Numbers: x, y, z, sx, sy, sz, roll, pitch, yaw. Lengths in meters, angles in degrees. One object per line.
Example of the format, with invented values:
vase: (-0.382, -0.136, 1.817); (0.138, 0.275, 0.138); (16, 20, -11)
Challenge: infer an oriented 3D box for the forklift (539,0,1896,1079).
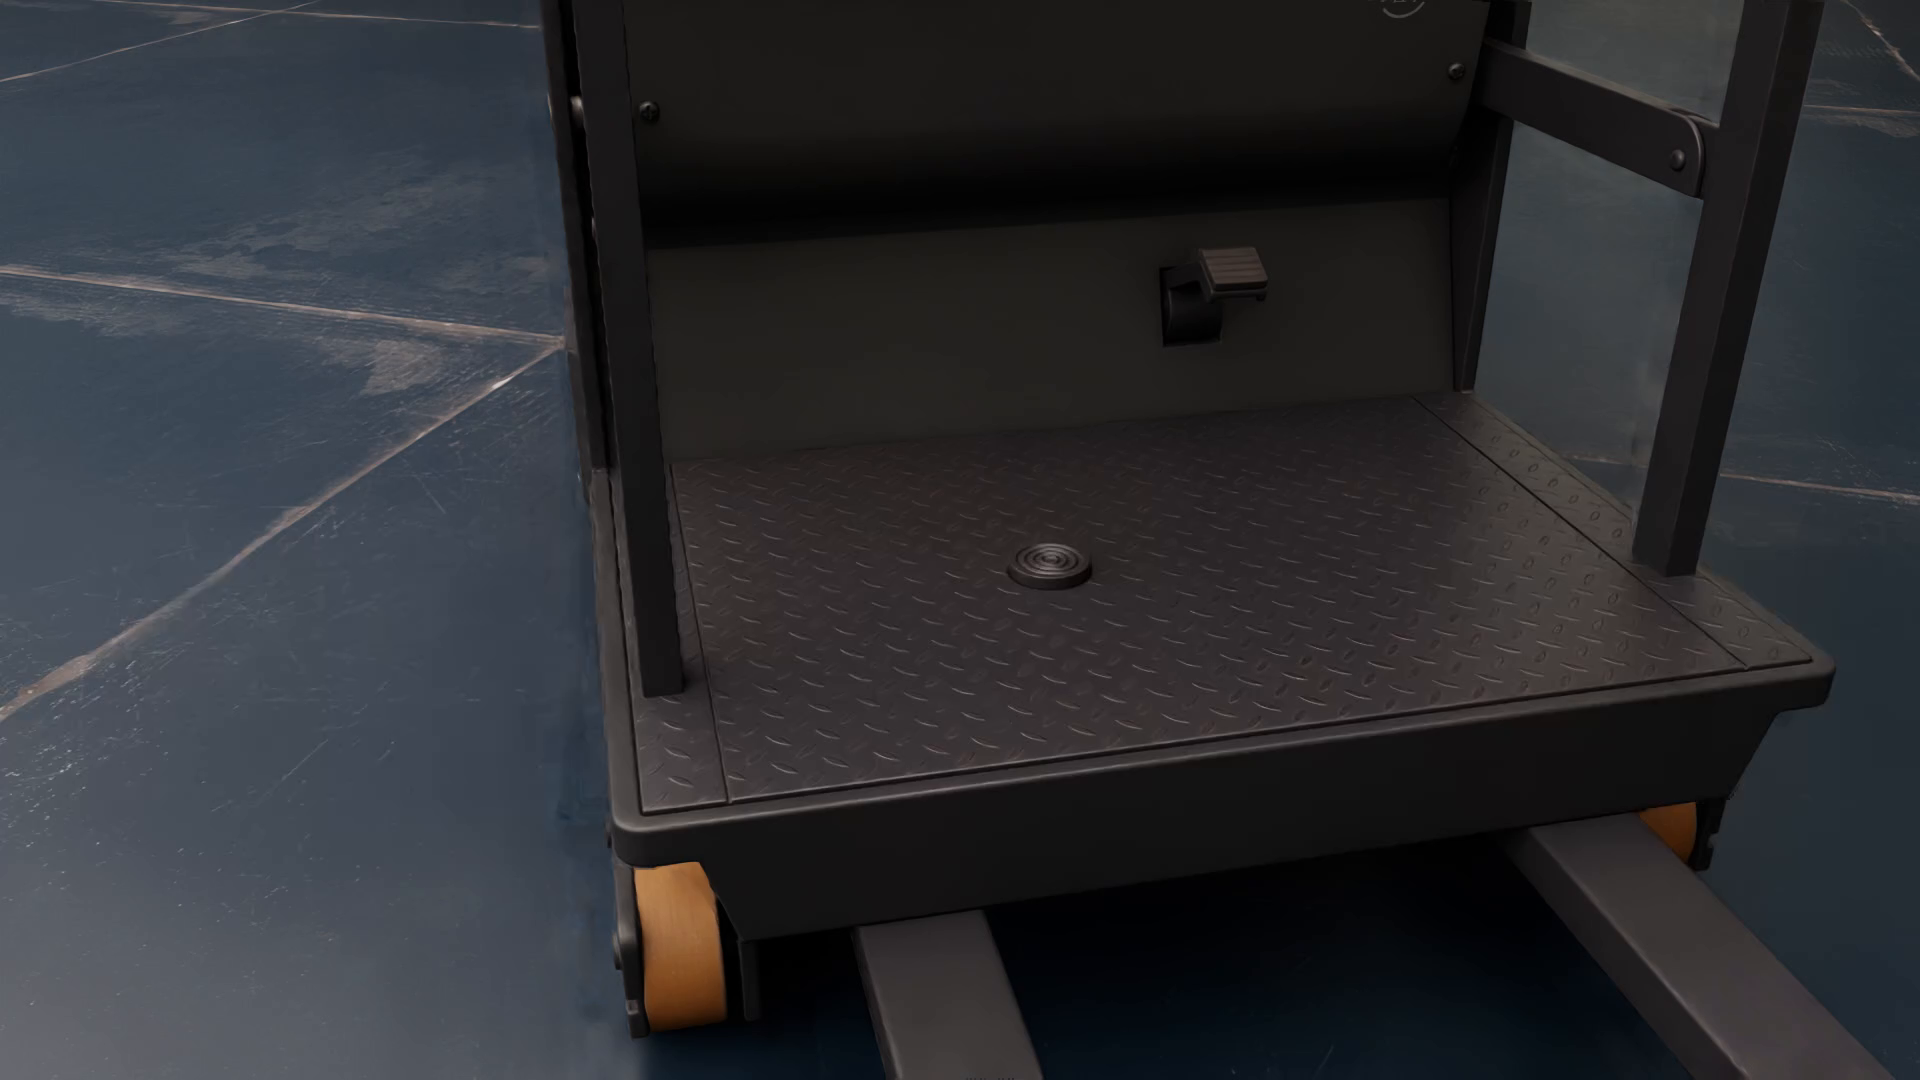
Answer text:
forklift: (0.159, -1.028, 1.289); (1.130, 2.935, 3.031); (-6, 28, -11)
